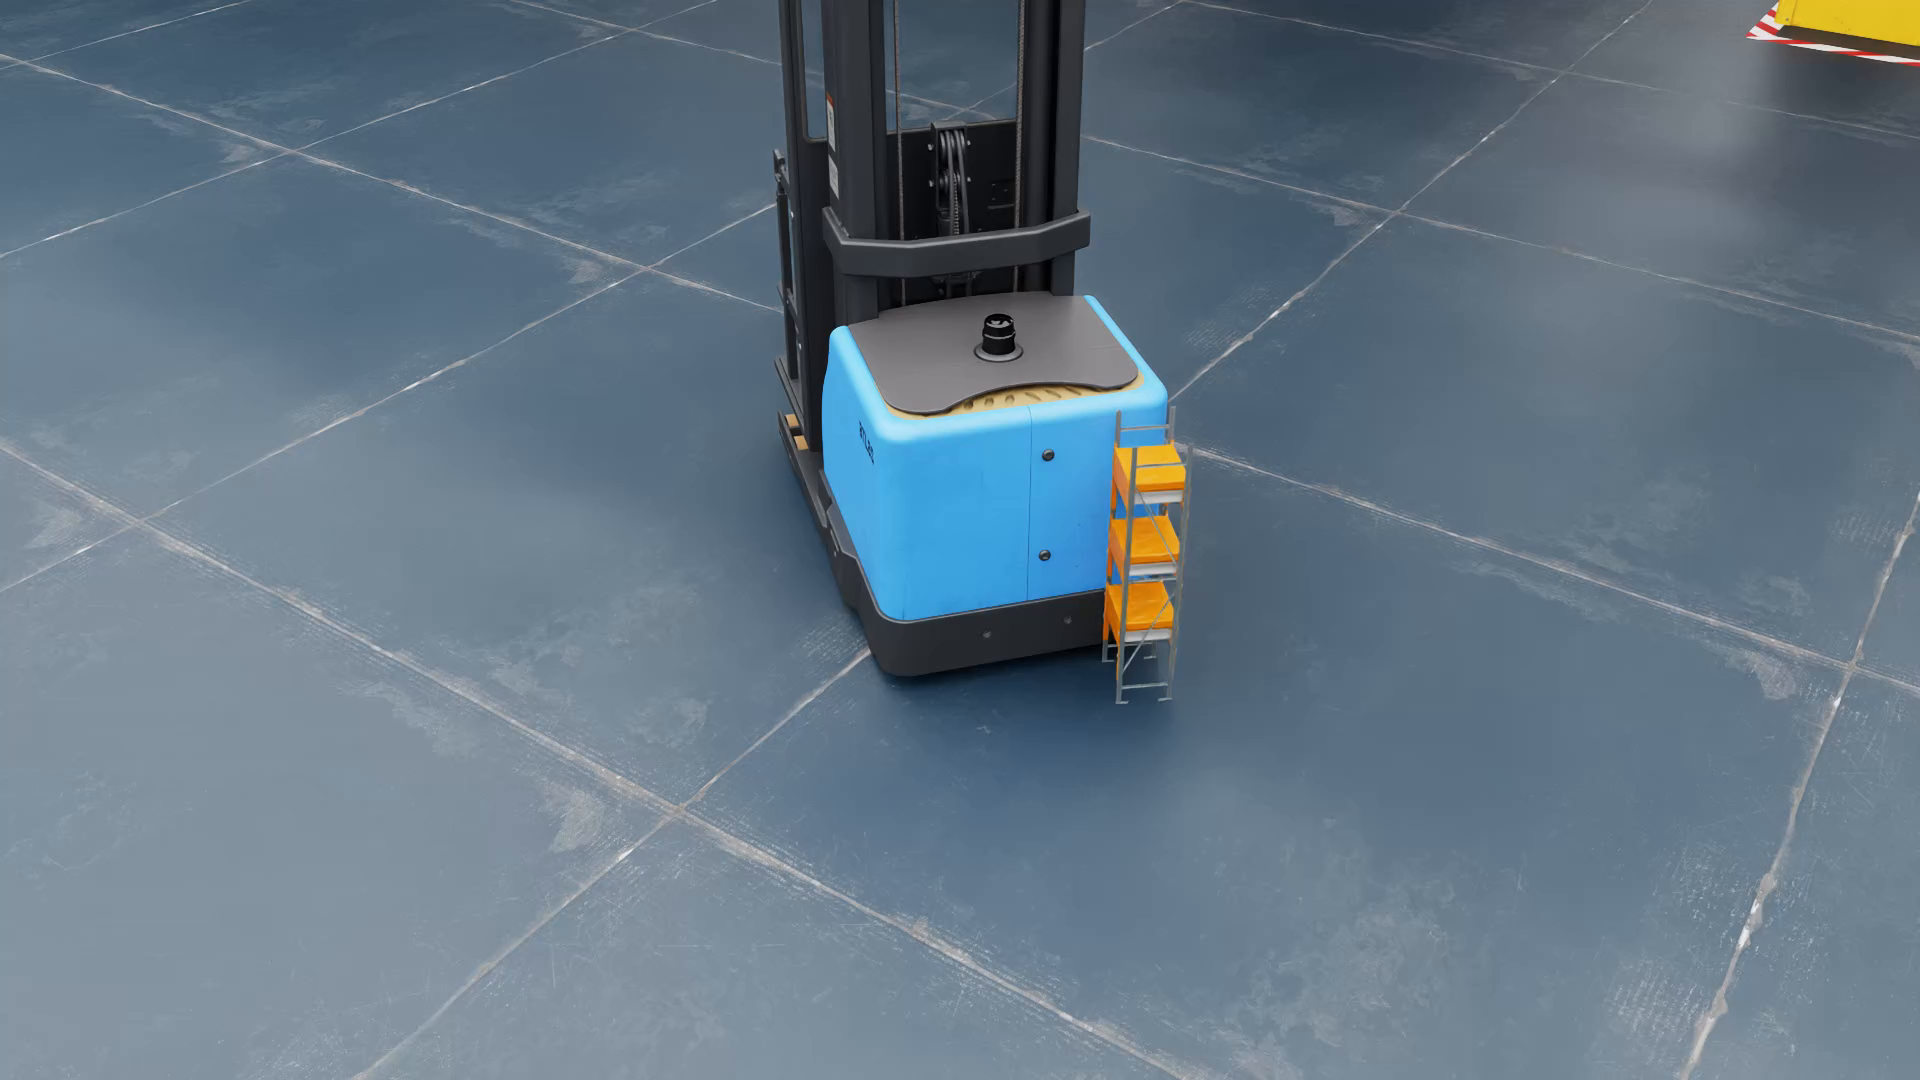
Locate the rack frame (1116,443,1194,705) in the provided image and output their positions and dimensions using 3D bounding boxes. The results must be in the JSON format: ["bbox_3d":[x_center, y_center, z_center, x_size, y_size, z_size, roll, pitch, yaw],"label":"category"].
[{"bbox_3d":[0.650,0.136,5.607,0.200,1.050,0.008,-4,34,-6],"label":"rack frame"}]

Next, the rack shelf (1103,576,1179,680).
[{"bbox_3d":[0.635,0.310,5.868,0.215,0.259,0.240,-4,34,-6],"label":"rack shelf"}]

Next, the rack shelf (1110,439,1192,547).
[{"bbox_3d":[0.634,-0.159,5.557,0.215,0.259,0.240,-4,34,-6],"label":"rack shelf"}]

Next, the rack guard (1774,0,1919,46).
[{"bbox_3d":[6.684,-3.988,12.201,1.175,0.500,0.348,21,39,28],"label":"rack guard"}]

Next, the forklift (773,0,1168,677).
[{"bbox_3d":[-0.168,-1.551,6.426,1.130,2.935,3.031,-9,35,-13],"label":"forklift"}]

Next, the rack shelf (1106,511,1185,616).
[{"bbox_3d":[0.634,0.078,5.714,0.215,0.259,0.240,-4,34,-6],"label":"rack shelf"}]

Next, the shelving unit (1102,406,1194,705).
[{"bbox_3d":[0.634,0.069,5.708,0.215,1.050,0.252,-4,34,-6],"label":"shelving unit"}]

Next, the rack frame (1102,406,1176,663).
[{"bbox_3d":[0.618,0.002,5.809,0.200,1.050,0.008,-4,34,-6],"label":"rack frame"}]
